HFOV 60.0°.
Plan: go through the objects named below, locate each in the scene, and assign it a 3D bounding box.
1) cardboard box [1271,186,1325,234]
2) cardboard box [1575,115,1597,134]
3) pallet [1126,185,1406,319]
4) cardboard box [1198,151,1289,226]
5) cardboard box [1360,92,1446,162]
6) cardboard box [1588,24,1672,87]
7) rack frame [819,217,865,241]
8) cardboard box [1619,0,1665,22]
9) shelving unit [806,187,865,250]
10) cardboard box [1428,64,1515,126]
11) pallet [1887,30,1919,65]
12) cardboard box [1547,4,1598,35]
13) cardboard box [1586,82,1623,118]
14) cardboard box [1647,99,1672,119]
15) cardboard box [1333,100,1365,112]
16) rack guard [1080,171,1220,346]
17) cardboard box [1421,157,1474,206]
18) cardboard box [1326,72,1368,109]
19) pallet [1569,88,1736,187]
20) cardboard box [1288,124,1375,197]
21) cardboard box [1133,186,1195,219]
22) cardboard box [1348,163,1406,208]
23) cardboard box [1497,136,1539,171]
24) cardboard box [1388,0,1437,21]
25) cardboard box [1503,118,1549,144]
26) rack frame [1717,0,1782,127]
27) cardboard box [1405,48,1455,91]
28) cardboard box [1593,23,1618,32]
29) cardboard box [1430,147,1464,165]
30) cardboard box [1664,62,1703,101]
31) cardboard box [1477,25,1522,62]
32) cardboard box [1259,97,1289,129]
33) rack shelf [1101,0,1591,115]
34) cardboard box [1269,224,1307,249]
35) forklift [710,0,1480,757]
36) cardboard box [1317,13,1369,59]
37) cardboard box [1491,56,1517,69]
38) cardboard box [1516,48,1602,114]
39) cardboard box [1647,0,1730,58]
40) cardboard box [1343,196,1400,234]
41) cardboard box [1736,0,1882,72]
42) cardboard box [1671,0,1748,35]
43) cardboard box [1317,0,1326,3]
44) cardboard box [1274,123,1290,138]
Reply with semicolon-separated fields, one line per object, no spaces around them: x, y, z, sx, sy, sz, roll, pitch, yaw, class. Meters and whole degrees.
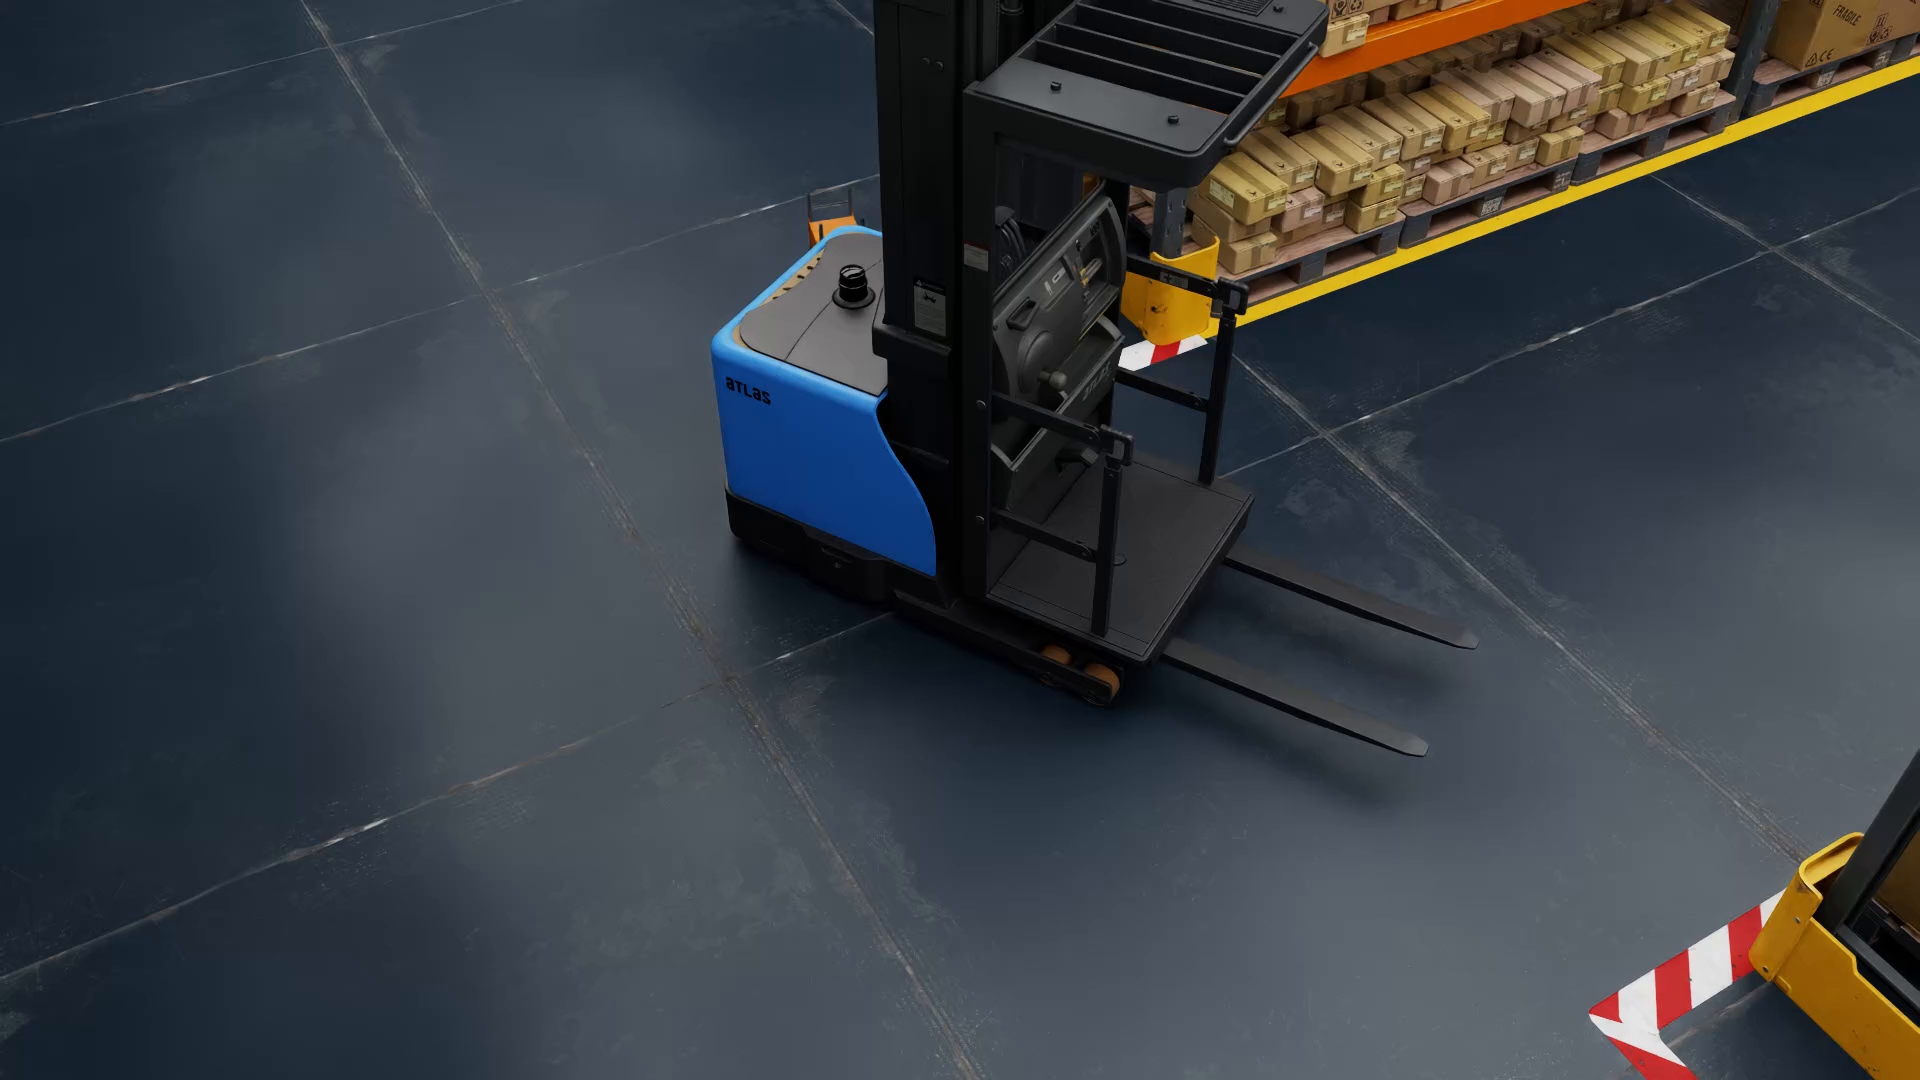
1.604;-1.721;8.330;0.250;0.149;0.380;-22;48;-21;cardboard box
3.302;-2.384;9.227;0.250;0.149;0.380;-23;49;-22;cardboard box
1.544;-1.685;8.764;1.213;0.211;1.003;-22;48;-21;pallet
1.380;-1.716;8.112;0.250;0.149;0.380;-24;49;-23;cardboard box
2.260;-2.121;8.530;0.250;0.149;0.380;-20;48;-19;cardboard box
3.632;-2.644;9.068;0.250;0.149;0.380;-22;48;-21;cardboard box
-0.503;-0.979;7.434;0.200;1.050;0.008;-11;45;-11;rack frame
3.823;-3.133;9.572;0.250;0.149;0.380;-20;48;-19;cardboard box
-0.536;-1.061;7.519;0.215;1.050;0.252;-11;45;-11;shelving unit
2.682;-2.330;8.745;0.250;0.149;0.380;-22;48;-21;cardboard box
5.958;-3.483;10.616;1.213;0.211;1.003;-22;48;-21;pallet
3.360;-2.956;9.389;0.250;0.149;0.380;-22;48;-21;cardboard box
3.392;-2.487;9.120;0.250;0.149;0.380;-21;48;-21;cardboard box
3.788;-2.532;9.381;0.250;0.149;0.380;-21;48;-20;cardboard box
1.964;-2.357;8.986;0.250;0.149;0.380;-21;48;-20;cardboard box
0.822;-1.528;8.395;0.348;0.500;1.175;-22;48;-21;rack guard
2.478;-1.948;8.778;0.250;0.149;0.380;-24;49;-23;cardboard box
1.958;-2.474;8.893;0.250;0.149;0.380;-20;48;-20;cardboard box
3.660;-2.531;9.636;1.213;0.211;1.003;-22;48;-21;pallet
1.841;-1.895;8.296;0.250;0.149;0.380;-22;48;-21;cardboard box
1.109;-1.835;8.662;0.250;0.149;0.380;-21;48;-20;cardboard box
2.049;-1.882;8.497;0.250;0.149;0.380;-20;48;-20;cardboard box
2.897;-2.163;9.000;0.250;0.149;0.380;-21;48;-20;cardboard box
2.065;-2.649;7.936;0.250;0.149;0.380;-22;48;-21;cardboard box
2.938;-2.306;8.933;0.250;0.149;0.380;-24;49;-23;cardboard box
4.225;-3.786;8.927;0.127;3.000;1.000;-22;48;-21;rack frame
2.455;-2.606;9.029;0.250;0.149;0.380;-22;48;-21;cardboard box
3.576;-2.946;9.593;0.250;0.149;0.380;-21;48;-21;cardboard box
2.446;-2.151;8.774;0.250;0.149;0.380;-19;47;-19;cardboard box
3.882;-2.618;9.255;0.250;0.149;0.380;-24;49;-23;cardboard box
2.884;-2.812;9.242;0.250;0.149;0.380;-21;48;-20;cardboard box
1.497;-2.295;8.709;0.250;0.149;0.380;-23;49;-22;cardboard box
2.491;-2.834;8.463;4.000;0.370;1.077;-22;48;-21;rack shelf
1.556;-1.655;8.476;0.250;0.149;0.380;-22;48;-21;cardboard box
0.545;-0.832;5.932;3.031;2.935;1.130;22;48;21;forklift
1.661;-2.397;7.676;0.250;0.149;0.380;-23;49;-22;cardboard box
2.897;-2.667;9.305;0.250;0.149;0.380;-20;47;-19;cardboard box
3.179;-2.451;8.869;0.250;0.149;0.380;-24;49;-23;cardboard box
4.046;-2.847;9.277;0.250;0.149;0.380;-20;48;-20;cardboard box
2.045;-1.768;8.592;0.250;0.149;0.380;-21;48;-20;cardboard box
4.998;-3.136;9.750;0.500;0.500;0.500;-20;48;-19;cardboard box
4.741;-3.449;10.073;0.500;0.500;0.500;-23;49;-22;cardboard box
1.283;-2.530;7.347;0.500;0.500;0.500;-20;47;-19;cardboard box
1.522;-2.170;8.793;0.250;0.149;0.380;-24;49;-23;cardboard box
